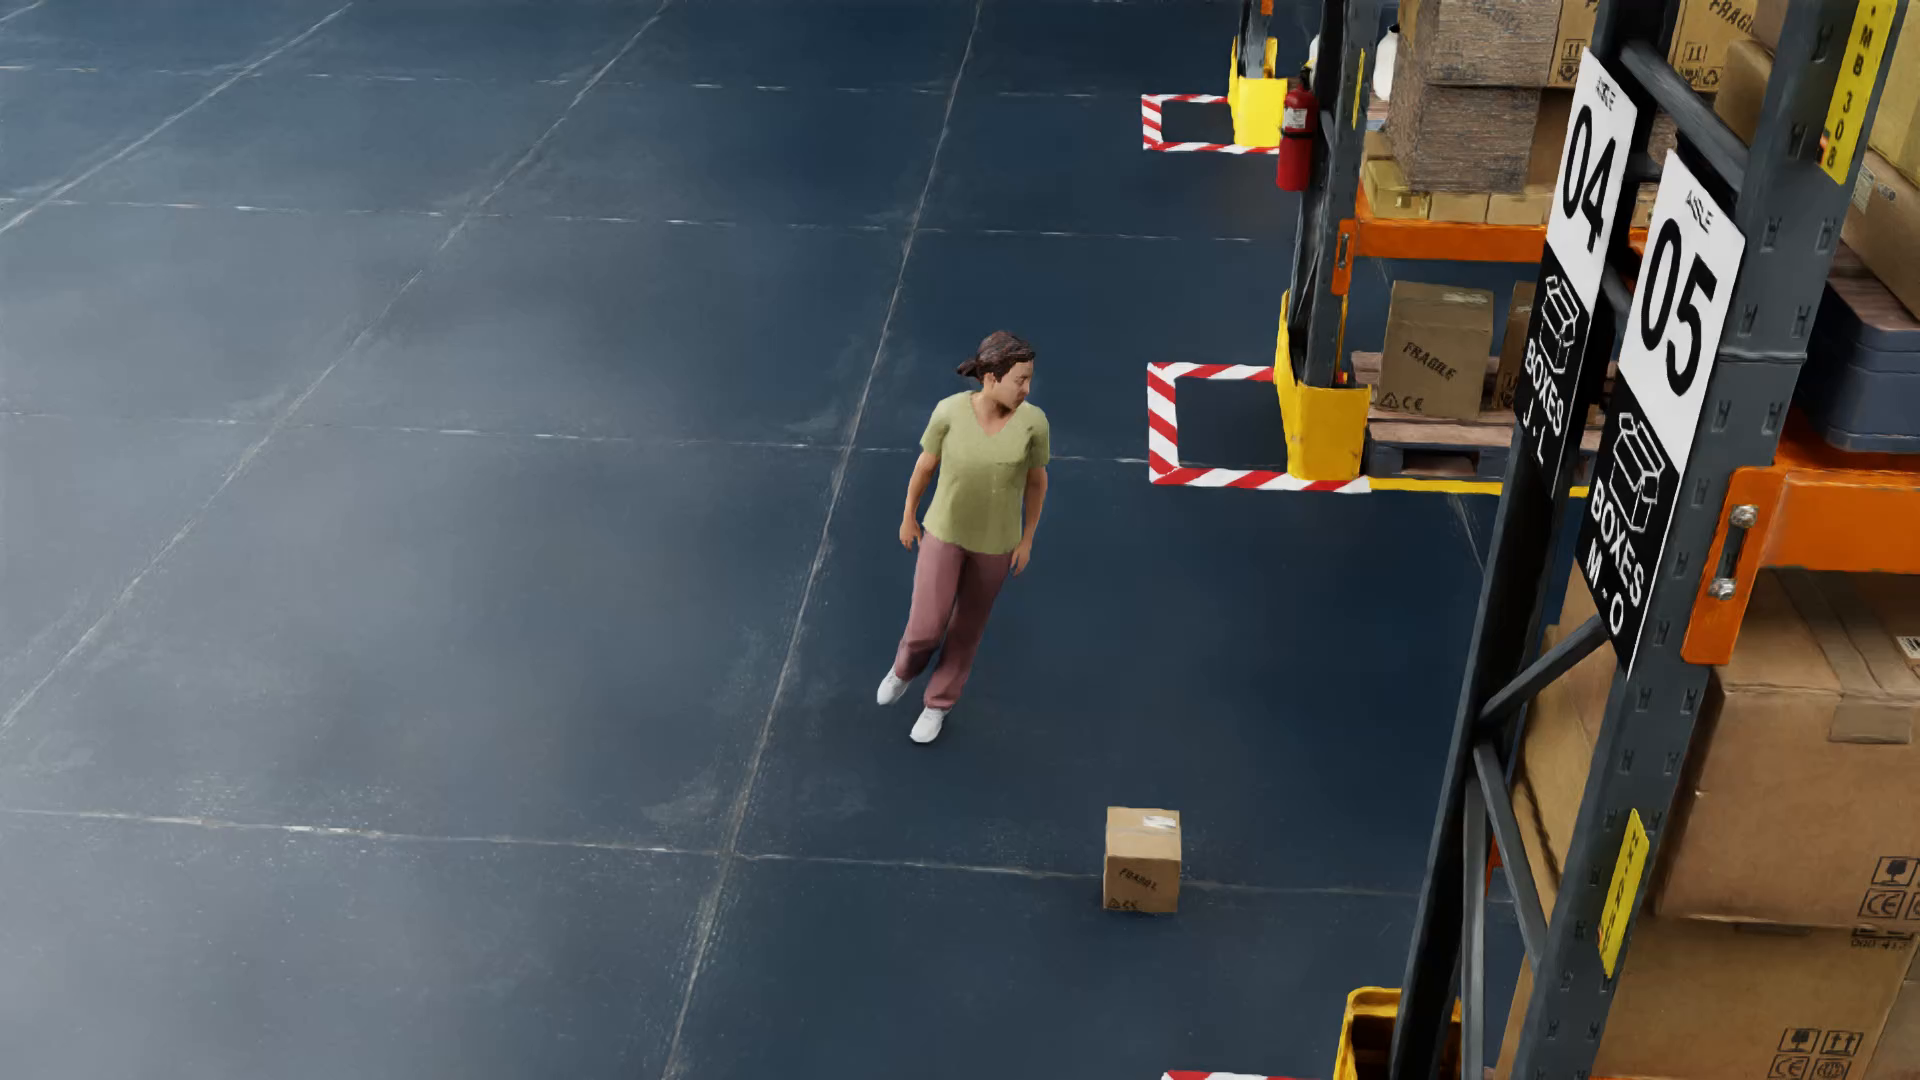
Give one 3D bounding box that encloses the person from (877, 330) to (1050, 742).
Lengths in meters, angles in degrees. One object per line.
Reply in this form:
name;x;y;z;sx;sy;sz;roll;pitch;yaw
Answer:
person;-0.007;0.024;6.083;0.654;1.662;0.437;1;32;2
